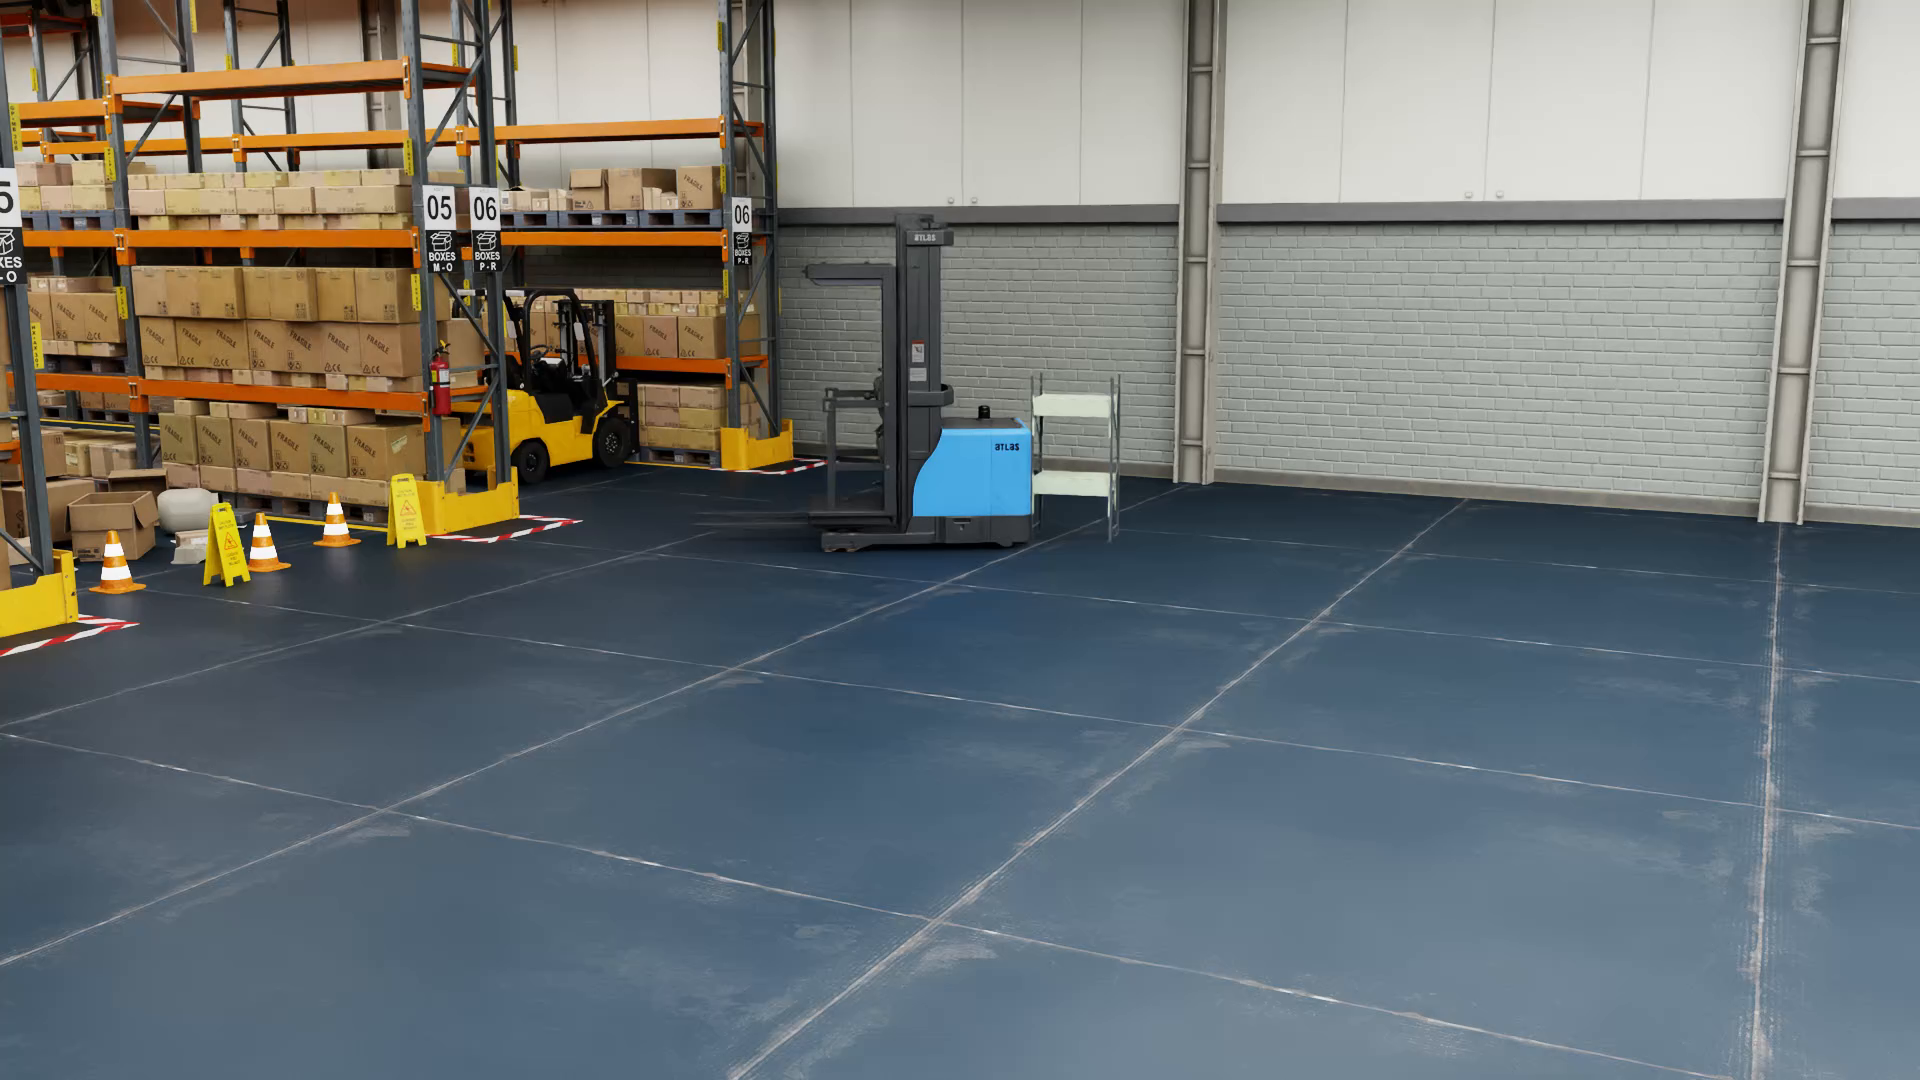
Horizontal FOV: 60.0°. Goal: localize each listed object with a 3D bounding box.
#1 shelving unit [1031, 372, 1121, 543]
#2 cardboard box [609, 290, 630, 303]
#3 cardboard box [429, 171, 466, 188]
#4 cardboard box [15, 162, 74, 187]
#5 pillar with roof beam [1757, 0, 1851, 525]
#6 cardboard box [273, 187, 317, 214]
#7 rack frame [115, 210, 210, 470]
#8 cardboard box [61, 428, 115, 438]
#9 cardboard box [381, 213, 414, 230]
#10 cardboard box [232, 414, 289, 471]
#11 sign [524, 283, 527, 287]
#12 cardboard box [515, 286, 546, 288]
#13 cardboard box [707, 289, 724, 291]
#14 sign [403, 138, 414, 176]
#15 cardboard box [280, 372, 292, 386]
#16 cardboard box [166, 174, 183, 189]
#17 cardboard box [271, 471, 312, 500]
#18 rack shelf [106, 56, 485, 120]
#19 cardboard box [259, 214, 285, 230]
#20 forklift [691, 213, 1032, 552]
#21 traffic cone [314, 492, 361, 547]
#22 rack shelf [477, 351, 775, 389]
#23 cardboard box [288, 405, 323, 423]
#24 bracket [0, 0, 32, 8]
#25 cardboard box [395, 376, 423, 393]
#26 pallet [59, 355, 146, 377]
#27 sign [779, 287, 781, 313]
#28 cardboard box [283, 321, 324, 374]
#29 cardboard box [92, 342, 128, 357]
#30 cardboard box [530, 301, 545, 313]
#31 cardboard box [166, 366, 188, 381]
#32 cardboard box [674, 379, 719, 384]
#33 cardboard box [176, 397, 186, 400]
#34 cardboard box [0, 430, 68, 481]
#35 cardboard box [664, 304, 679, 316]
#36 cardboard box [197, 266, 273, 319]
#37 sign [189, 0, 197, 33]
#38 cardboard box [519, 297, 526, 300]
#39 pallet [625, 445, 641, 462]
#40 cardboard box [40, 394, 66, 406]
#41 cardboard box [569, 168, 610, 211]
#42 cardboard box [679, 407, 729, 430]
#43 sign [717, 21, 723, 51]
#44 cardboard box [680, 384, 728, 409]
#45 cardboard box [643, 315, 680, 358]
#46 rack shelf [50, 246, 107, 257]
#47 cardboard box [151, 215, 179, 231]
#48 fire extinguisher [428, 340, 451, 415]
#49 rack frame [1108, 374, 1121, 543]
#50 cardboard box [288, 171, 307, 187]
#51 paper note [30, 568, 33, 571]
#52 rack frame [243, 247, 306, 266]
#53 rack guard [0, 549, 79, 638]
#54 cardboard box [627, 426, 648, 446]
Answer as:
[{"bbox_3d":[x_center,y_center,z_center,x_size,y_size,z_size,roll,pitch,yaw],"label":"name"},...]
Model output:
[{"bbox_3d":[1.058,-0.764,15.258,0.755,1.500,0.431,3,11,15],"label":"shelving unit"},{"bbox_3d":[-4.102,-3.005,20.496,0.250,0.149,0.380,5,12,27],"label":"cardboard box"},{"bbox_3d":[-4.920,-3.424,15.789,0.250,0.149,0.380,5,11,25],"label":"cardboard box"},{"bbox_3d":[-9.780,-3.891,17.741,0.500,0.250,0.500,5,12,27],"label":"cardboard box"},{"bbox_3d":[6.132,-3.929,11.692,0.400,9.000,9.100,5,11,26],"label":"pillar with roof beam"},{"bbox_3d":[-6.188,-3.244,15.916,0.500,0.250,0.500,5,12,27],"label":"cardboard box"},{"bbox_3d":[-8.279,-1.934,17.512,0.127,3.000,1.000,5,11,26],"label":"rack frame"},{"bbox_3d":[-10.021,-0.999,18.546,0.625,0.372,0.950,5,12,28],"label":"cardboard box"},{"bbox_3d":[-5.136,-2.954,15.434,0.250,0.149,0.380,5,11,26],"label":"cardboard box"},{"bbox_3d":[-6.920,-0.985,16.707,0.500,0.500,0.500,6,12,29],"label":"cardboard box"},{"bbox_3d":[-5.842,-3.280,22.300,0.005,0.325,0.100,5,11,26],"label":"sign"},{"bbox_3d":[-5.666,-3.265,21.928,0.250,0.149,0.380,5,11,26],"label":"cardboard box"},{"bbox_3d":[-2.916,-3.018,20.564,0.250,0.149,0.380,5,12,28],"label":"cardboard box"},{"bbox_3d":[-4.955,-3.443,14.943,0.005,0.325,0.100,5,11,26],"label":"sign"},{"bbox_3d":[-6.484,-1.614,16.449,0.250,0.149,0.380,5,11,26],"label":"cardboard box"},{"bbox_3d":[-7.662,-3.563,16.560,0.250,0.149,0.380,5,11,24],"label":"cardboard box"},{"bbox_3d":[-6.469,-0.575,16.547,0.500,0.250,0.500,5,11,24],"label":"cardboard box"},{"bbox_3d":[-6.485,-4.372,16.171,4.000,0.370,1.077,5,11,26],"label":"rack shelf"},{"bbox_3d":[-6.533,-3.068,16.063,0.250,0.149,0.380,5,11,25],"label":"cardboard box"},{"bbox_3d":[-0.896,-1.433,14.939,3.031,2.935,1.130,-1,10,-3],"label":"forklift"},{"bbox_3d":[-5.648,-0.198,15.045,0.334,0.463,0.336,5,11,26],"label":"traffic cone"},{"bbox_3d":[-4.293,-2.215,21.087,4.000,0.370,1.077,5,11,26],"label":"rack shelf"},{"bbox_3d":[-6.344,-1.241,16.301,0.250,0.149,0.380,6,12,28],"label":"cardboard box"},{"bbox_3d":[-16.326,-8.458,26.609,4.783,0.066,0.076,5,11,26],"label":"bracket"},{"bbox_3d":[-5.122,-1.490,15.766,0.250,0.149,0.380,5,12,28],"label":"cardboard box"},{"bbox_3d":[-8.900,-1.923,17.990,1.213,0.211,1.003,5,11,26],"label":"pallet"},{"bbox_3d":[-2.248,-2.965,20.555,0.005,0.325,0.100,5,11,26],"label":"sign"},{"bbox_3d":[-6.195,-1.893,16.171,0.500,0.500,0.500,5,11,26],"label":"cardboard box"},{"bbox_3d":[-8.863,-2.013,17.477,0.250,0.149,0.380,5,11,27],"label":"cardboard box"},{"bbox_3d":[-5.249,-2.960,21.083,0.250,0.149,0.380,5,12,27],"label":"cardboard box"},{"bbox_3d":[-7.889,-1.722,17.050,0.250,0.149,0.380,5,12,27],"label":"cardboard box"},{"bbox_3d":[-3.296,-1.864,20.861,0.500,0.250,0.500,5,11,26],"label":"cardboard box"},{"bbox_3d":[-11.062,-2.099,24.267,0.500,0.500,0.500,6,12,28],"label":"cardboard box"},{"bbox_3d":[-9.040,-0.790,16.083,0.500,0.500,0.500,5,11,26],"label":"cardboard box"},{"bbox_3d":[-3.382,-2.808,20.241,0.250,0.149,0.380,5,12,27],"label":"cardboard box"},{"bbox_3d":[-7.094,-2.464,16.520,0.500,0.500,0.700,5,11,25],"label":"cardboard box"},{"bbox_3d":[-8.022,-5.470,17.358,0.005,0.325,0.100,5,11,26],"label":"sign"},{"bbox_3d":[-5.424,-3.144,21.262,0.250,0.149,0.380,5,11,25],"label":"cardboard box"},{"bbox_3d":[-4.293,-1.189,21.228,1.213,0.211,1.003,5,11,26],"label":"pallet"},{"bbox_3d":[-13.890,-2.158,25.576,0.250,0.149,0.380,5,11,24],"label":"cardboard box"},{"bbox_3d":[-4.386,-4.339,20.629,0.637,0.503,0.797,5,12,28],"label":"cardboard box"},{"bbox_3d":[-3.074,-1.500,20.251,0.500,0.250,0.500,5,11,25],"label":"cardboard box"},{"bbox_3d":[-2.752,-5.777,19.055,0.005,0.325,0.100,5,11,26],"label":"sign"},{"bbox_3d":[-3.050,-1.744,20.195,0.500,0.250,0.500,5,12,28],"label":"cardboard box"},{"bbox_3d":[-3.518,-2.500,20.360,0.500,0.500,0.500,5,12,28],"label":"cardboard box"},{"bbox_3d":[-15.054,-4.637,26.044,4.000,0.370,1.077,5,11,26],"label":"rack shelf"},{"bbox_3d":[-7.899,-3.192,16.749,0.250,0.149,0.380,5,11,26],"label":"cardboard box"},{"bbox_3d":[-4.793,-1.498,15.320,0.183,0.674,0.296,5,11,26],"label":"fire extinguisher"},{"bbox_3d":[1.411,-0.747,15.163,0.023,1.500,0.400,3,11,15],"label":"rack frame"},{"bbox_3d":[-6.221,-3.460,15.988,0.250,0.149,0.380,5,11,24],"label":"cardboard box"},{"bbox_3d":[-7.726,0.247,13.855,0.032,0.001,0.123,-7,12,-33],"label":"paper note"},{"bbox_3d":[-9.673,-3.042,23.635,0.127,3.000,1.000,5,11,26],"label":"rack frame"},{"bbox_3d":[-6.770,0.412,11.570,0.348,0.500,1.175,5,11,26],"label":"rack guard"},{"bbox_3d":[-3.947,-1.333,20.736,0.500,0.250,0.500,5,11,26],"label":"cardboard box"}]
